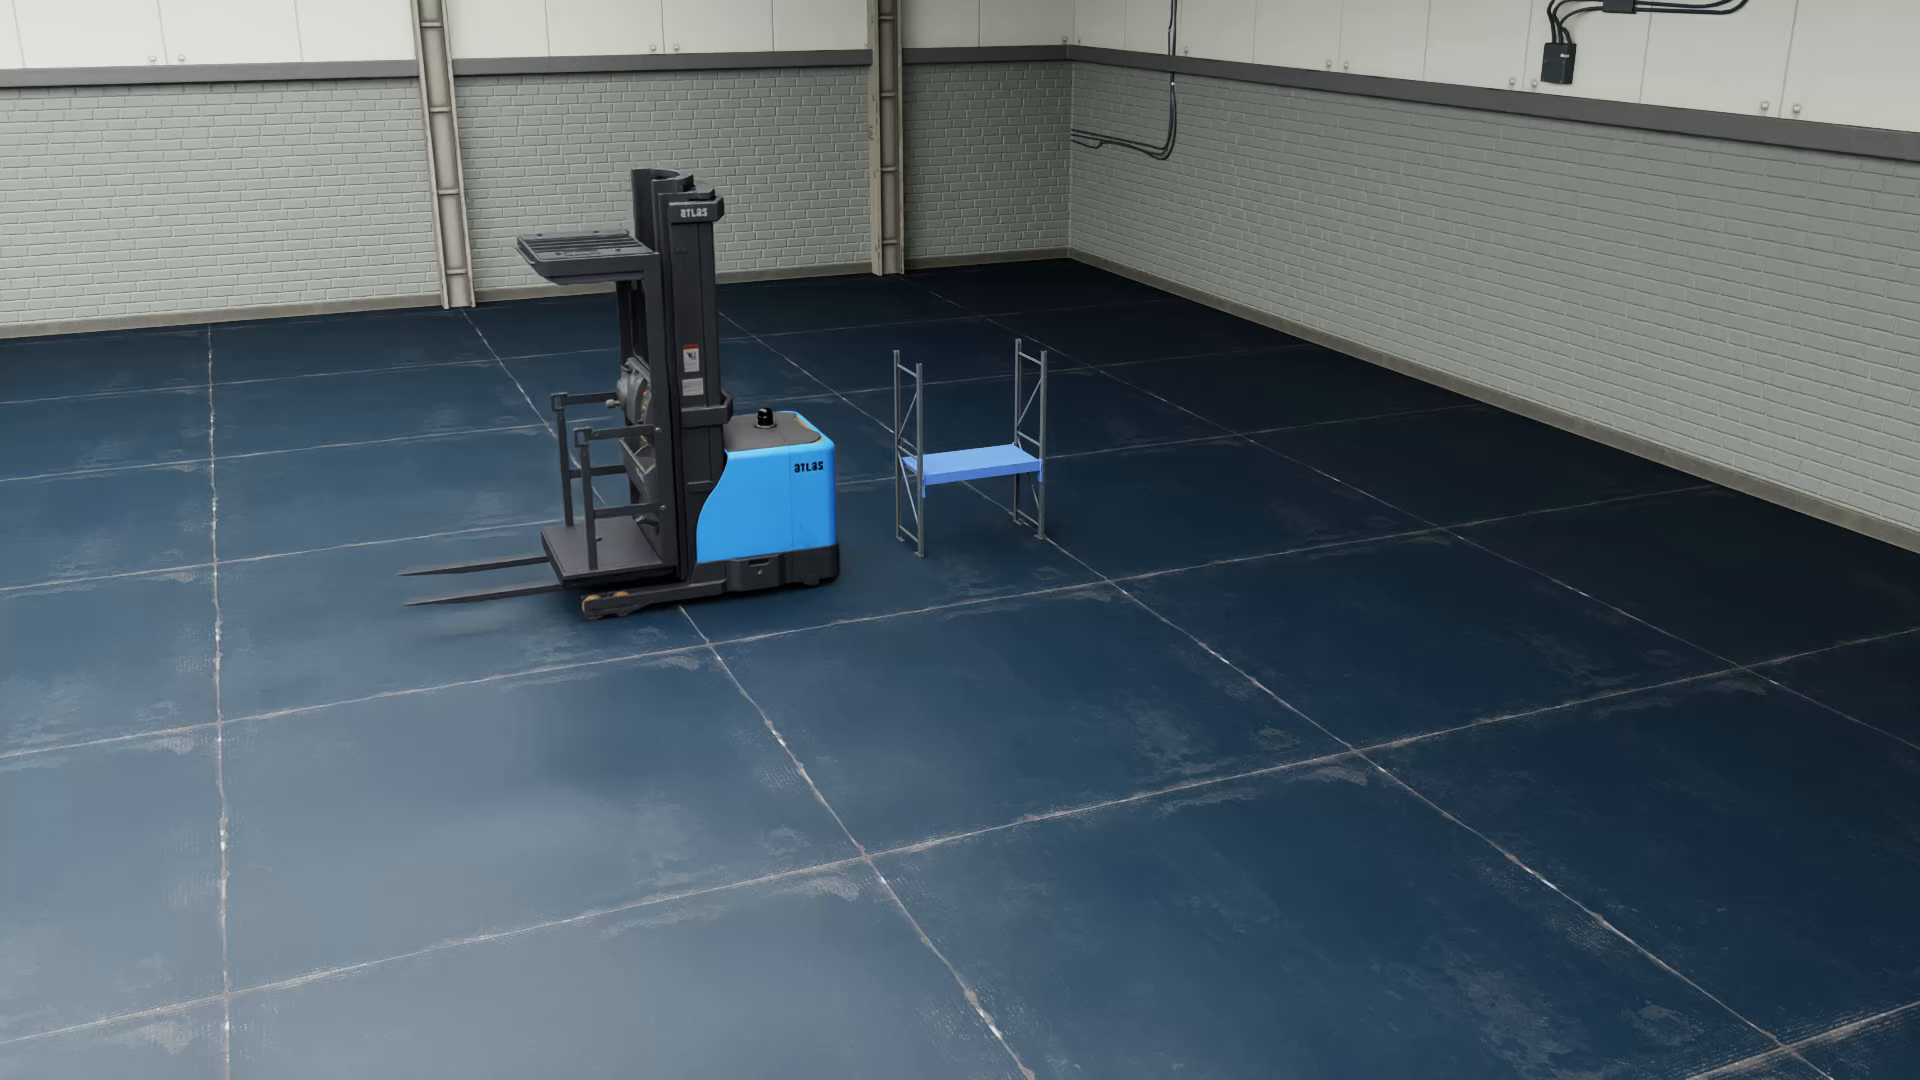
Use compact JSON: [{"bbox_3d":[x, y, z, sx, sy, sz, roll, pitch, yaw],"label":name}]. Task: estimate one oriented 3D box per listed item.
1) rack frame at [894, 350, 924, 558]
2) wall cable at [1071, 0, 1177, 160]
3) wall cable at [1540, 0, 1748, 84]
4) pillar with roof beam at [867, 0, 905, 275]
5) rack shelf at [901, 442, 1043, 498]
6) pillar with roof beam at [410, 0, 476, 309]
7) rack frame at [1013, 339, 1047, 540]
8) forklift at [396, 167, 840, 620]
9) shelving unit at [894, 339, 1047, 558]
[{"bbox_3d":[-0.388,-0.652,12.615,0.032,1.500,0.500,-8,21,-22],"label":"rack frame"},{"bbox_3d":[2.191,-6.615,22.937,0.112,2.526,3.097,-8,21,-22],"label":"wall cable"},{"bbox_3d":[5.937,-6.787,13.628,0.169,6.003,2.305,-8,21,-22],"label":"wall cable"},{"bbox_3d":[0.667,-6.783,18.737,0.400,9.000,9.100,-8,21,-22],"label":"pillar with roof beam"},{"bbox_3d":[0.078,-0.549,12.865,1.000,0.185,0.538,-8,21,-22],"label":"rack shelf"},{"bbox_3d":[-4.842,-5.994,16.495,0.400,9.000,9.100,-8,21,-22],"label":"pillar with roof beam"},{"bbox_3d":[0.545,-0.786,12.995,0.032,1.500,0.500,-8,21,-22],"label":"rack frame"},{"bbox_3d":[-2.445,-1.031,11.538,3.031,2.935,1.130,-8,21,-20],"label":"forklift"},{"bbox_3d":[0.078,-0.719,12.805,1.048,1.500,0.538,-8,21,-22],"label":"shelving unit"}]
